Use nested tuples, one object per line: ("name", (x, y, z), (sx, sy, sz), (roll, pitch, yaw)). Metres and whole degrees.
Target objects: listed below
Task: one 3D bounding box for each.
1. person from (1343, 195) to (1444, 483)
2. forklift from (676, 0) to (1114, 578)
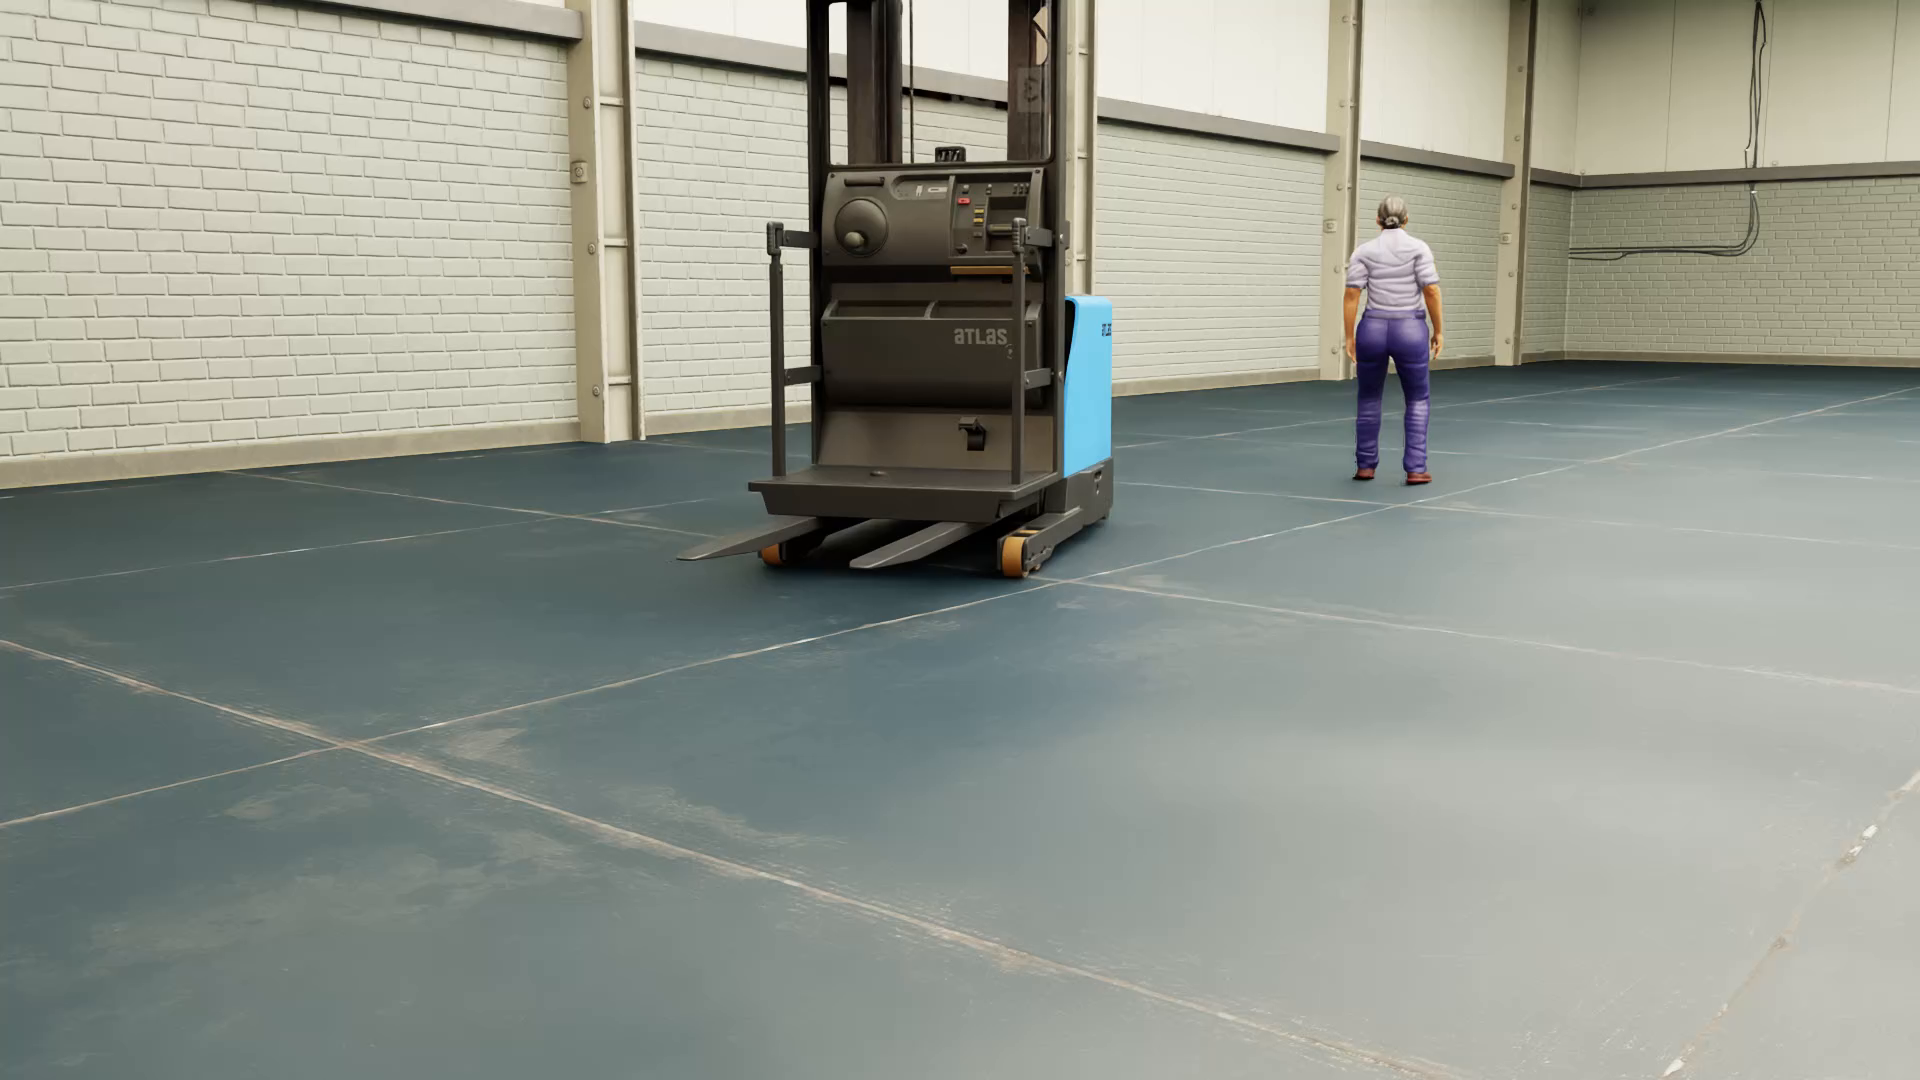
("person", (2.519, -1.143, 9.642), (0.555, 1.676, 0.458), (4, 9, 25))
("forklift", (-0.176, -1.366, 6.616), (1.130, 2.935, 3.031), (3, 9, 17))
